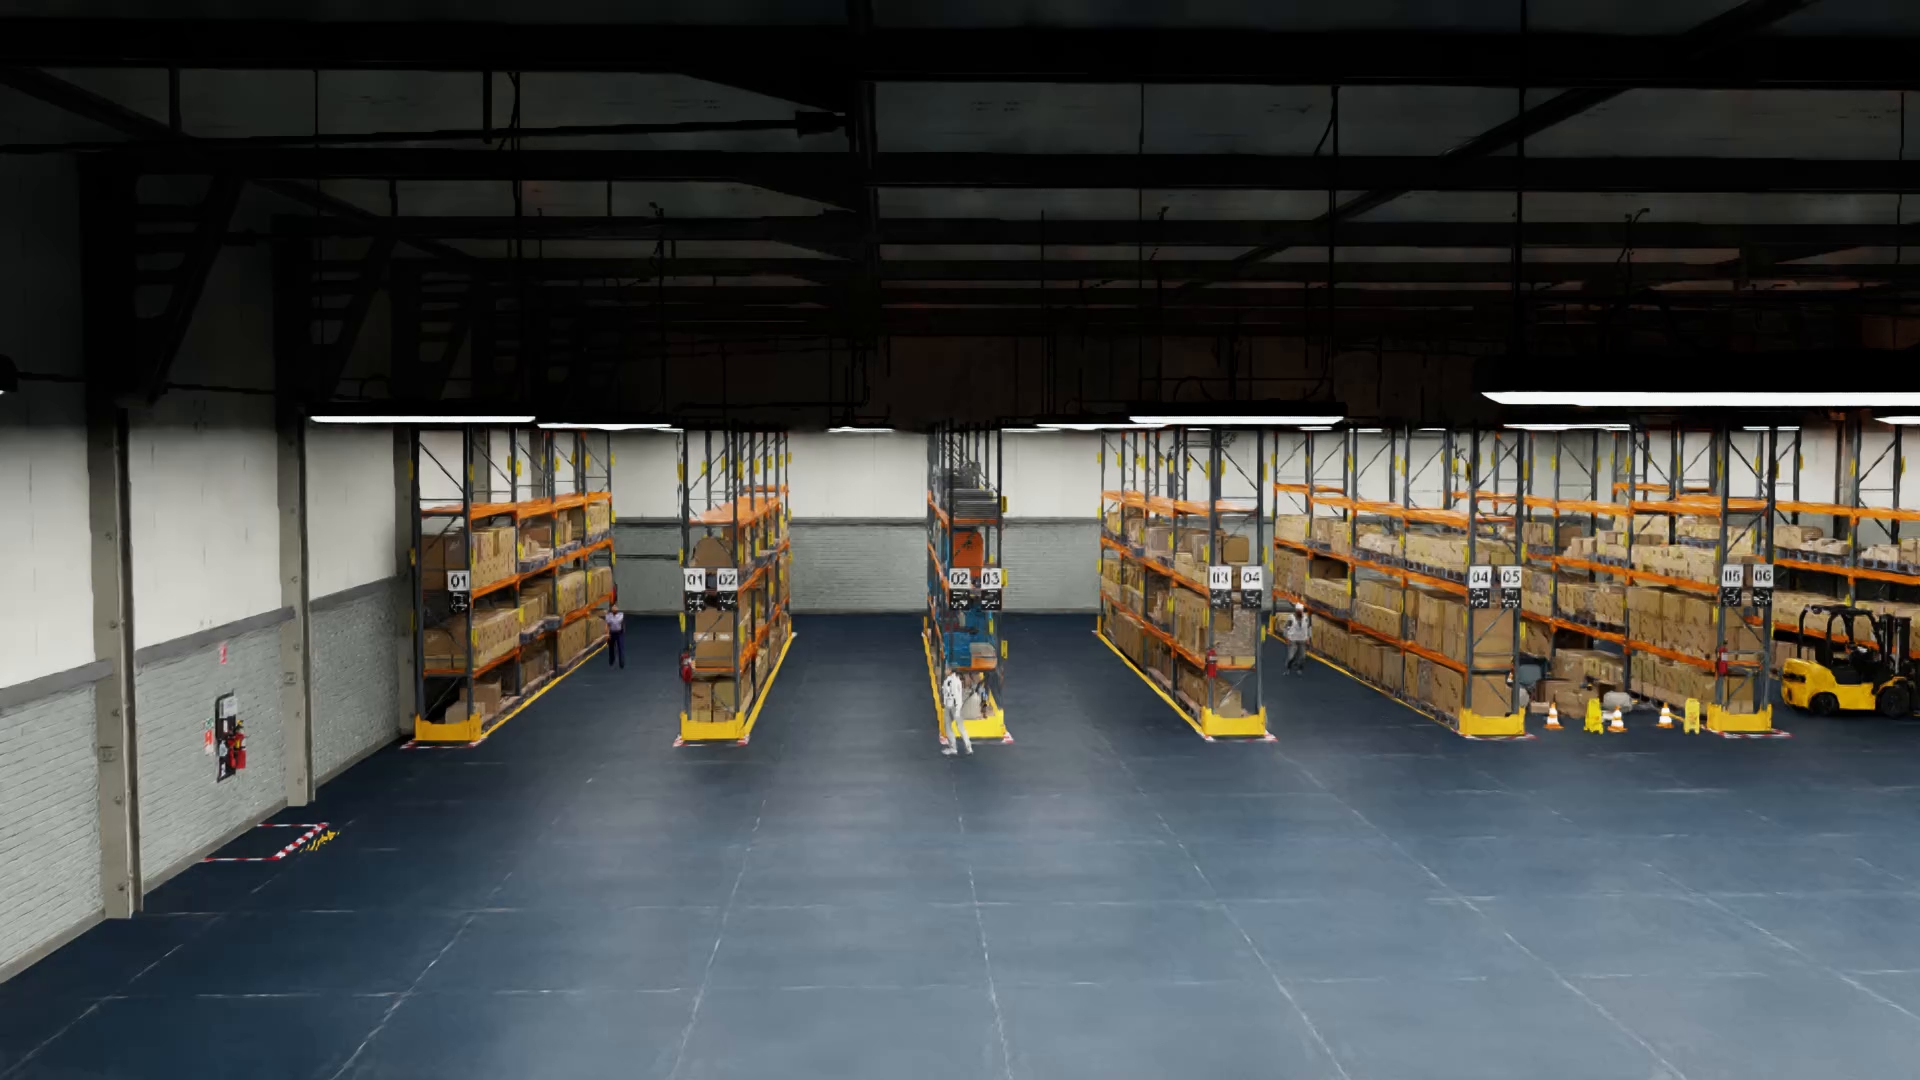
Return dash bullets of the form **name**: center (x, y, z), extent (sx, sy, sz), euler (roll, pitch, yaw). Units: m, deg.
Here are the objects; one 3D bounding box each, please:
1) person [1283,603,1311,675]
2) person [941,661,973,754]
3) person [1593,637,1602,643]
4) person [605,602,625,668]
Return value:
- **person**: center (7.985, 2.347, 39.378), extent (0.677, 1.726, 0.574), euler (0, 4, -5)
- **person**: center (-0.058, 2.994, 29.771), extent (0.525, 1.667, 0.572), euler (-2, 4, -28)
- **person**: center (17.269, 2.008, 45.391), extent (0.508, 1.592, 0.515), euler (1, 4, 17)
- **person**: center (-8.454, 2.406, 40.723), extent (0.477, 1.394, 0.999), euler (-1, 4, -11)
